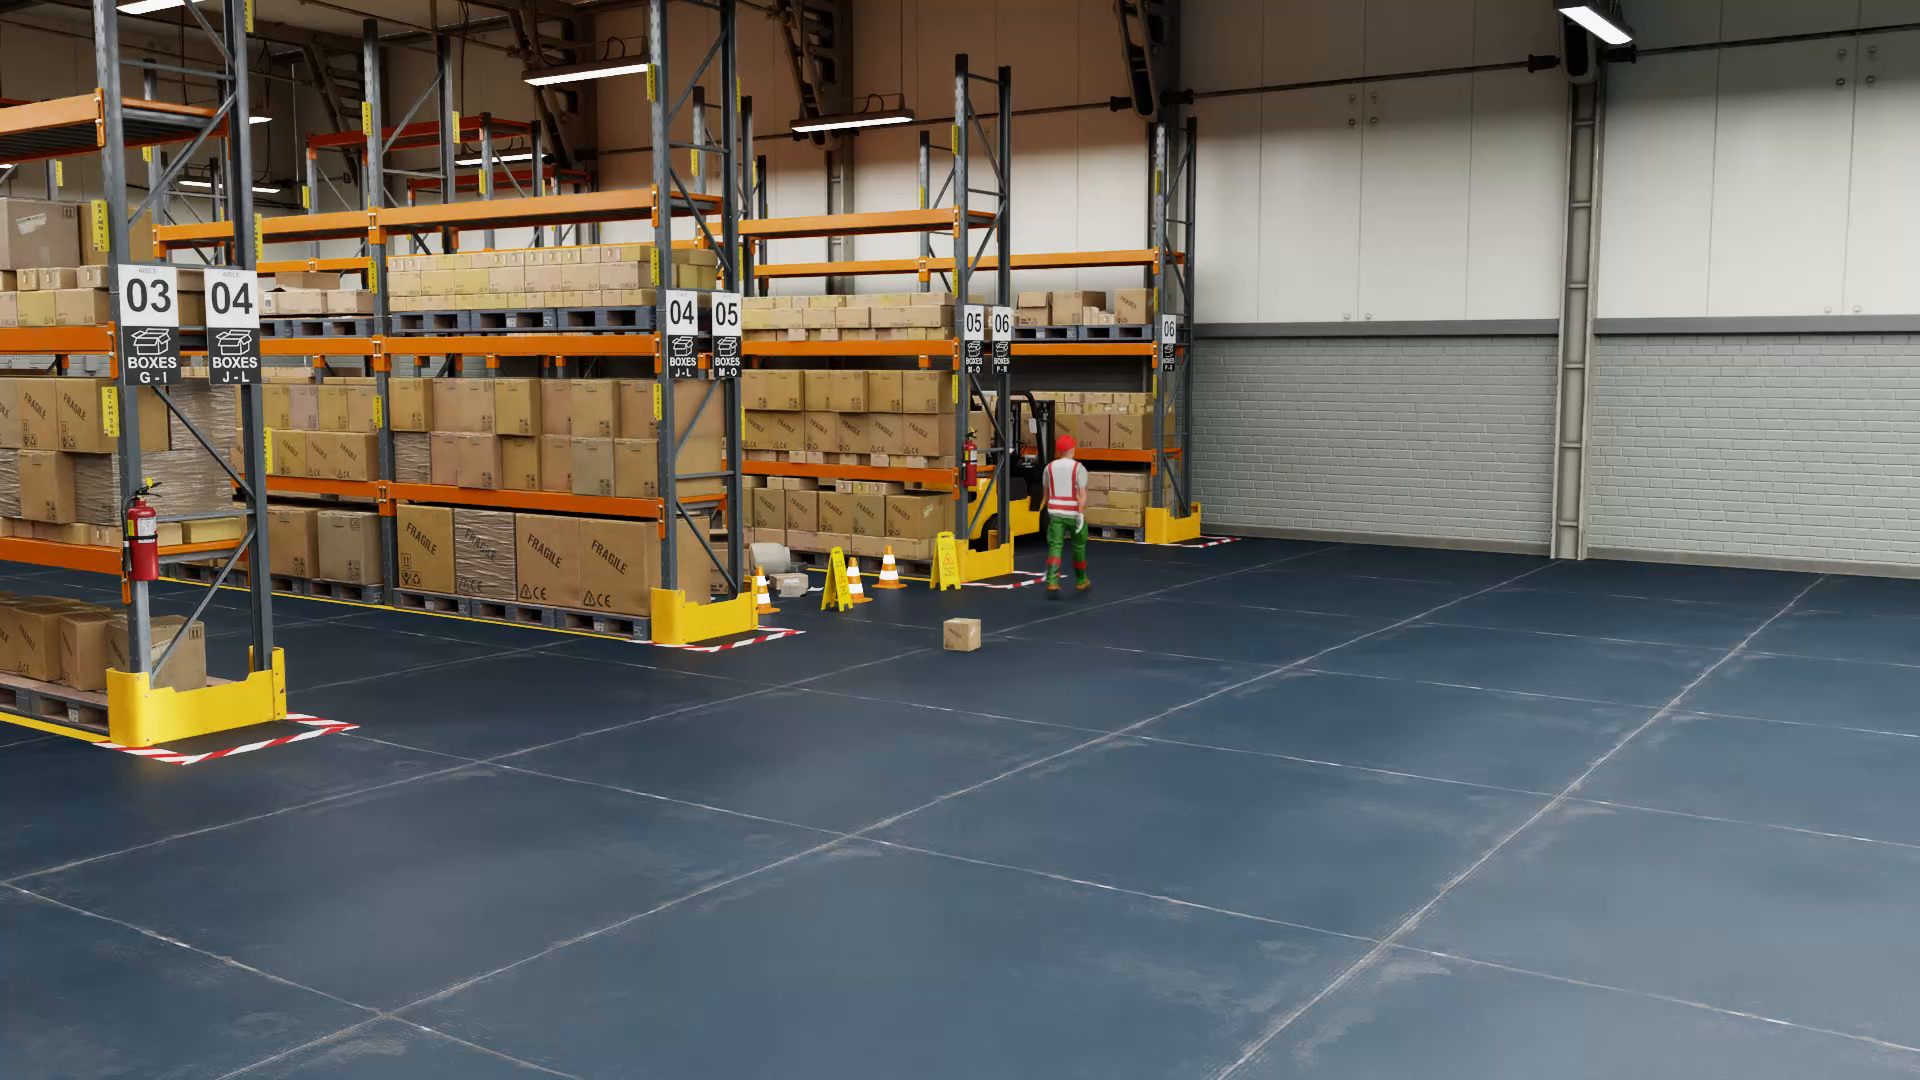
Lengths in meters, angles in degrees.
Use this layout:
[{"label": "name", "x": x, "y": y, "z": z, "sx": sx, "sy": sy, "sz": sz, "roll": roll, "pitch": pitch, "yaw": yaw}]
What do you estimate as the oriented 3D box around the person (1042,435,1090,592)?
[{"label": "person", "x": 1.175, "y": -0.292, "z": 18.318, "sx": 0.527, "sy": 1.743, "sz": 1.057, "roll": 2, "pitch": 6, "yaw": 16}]
